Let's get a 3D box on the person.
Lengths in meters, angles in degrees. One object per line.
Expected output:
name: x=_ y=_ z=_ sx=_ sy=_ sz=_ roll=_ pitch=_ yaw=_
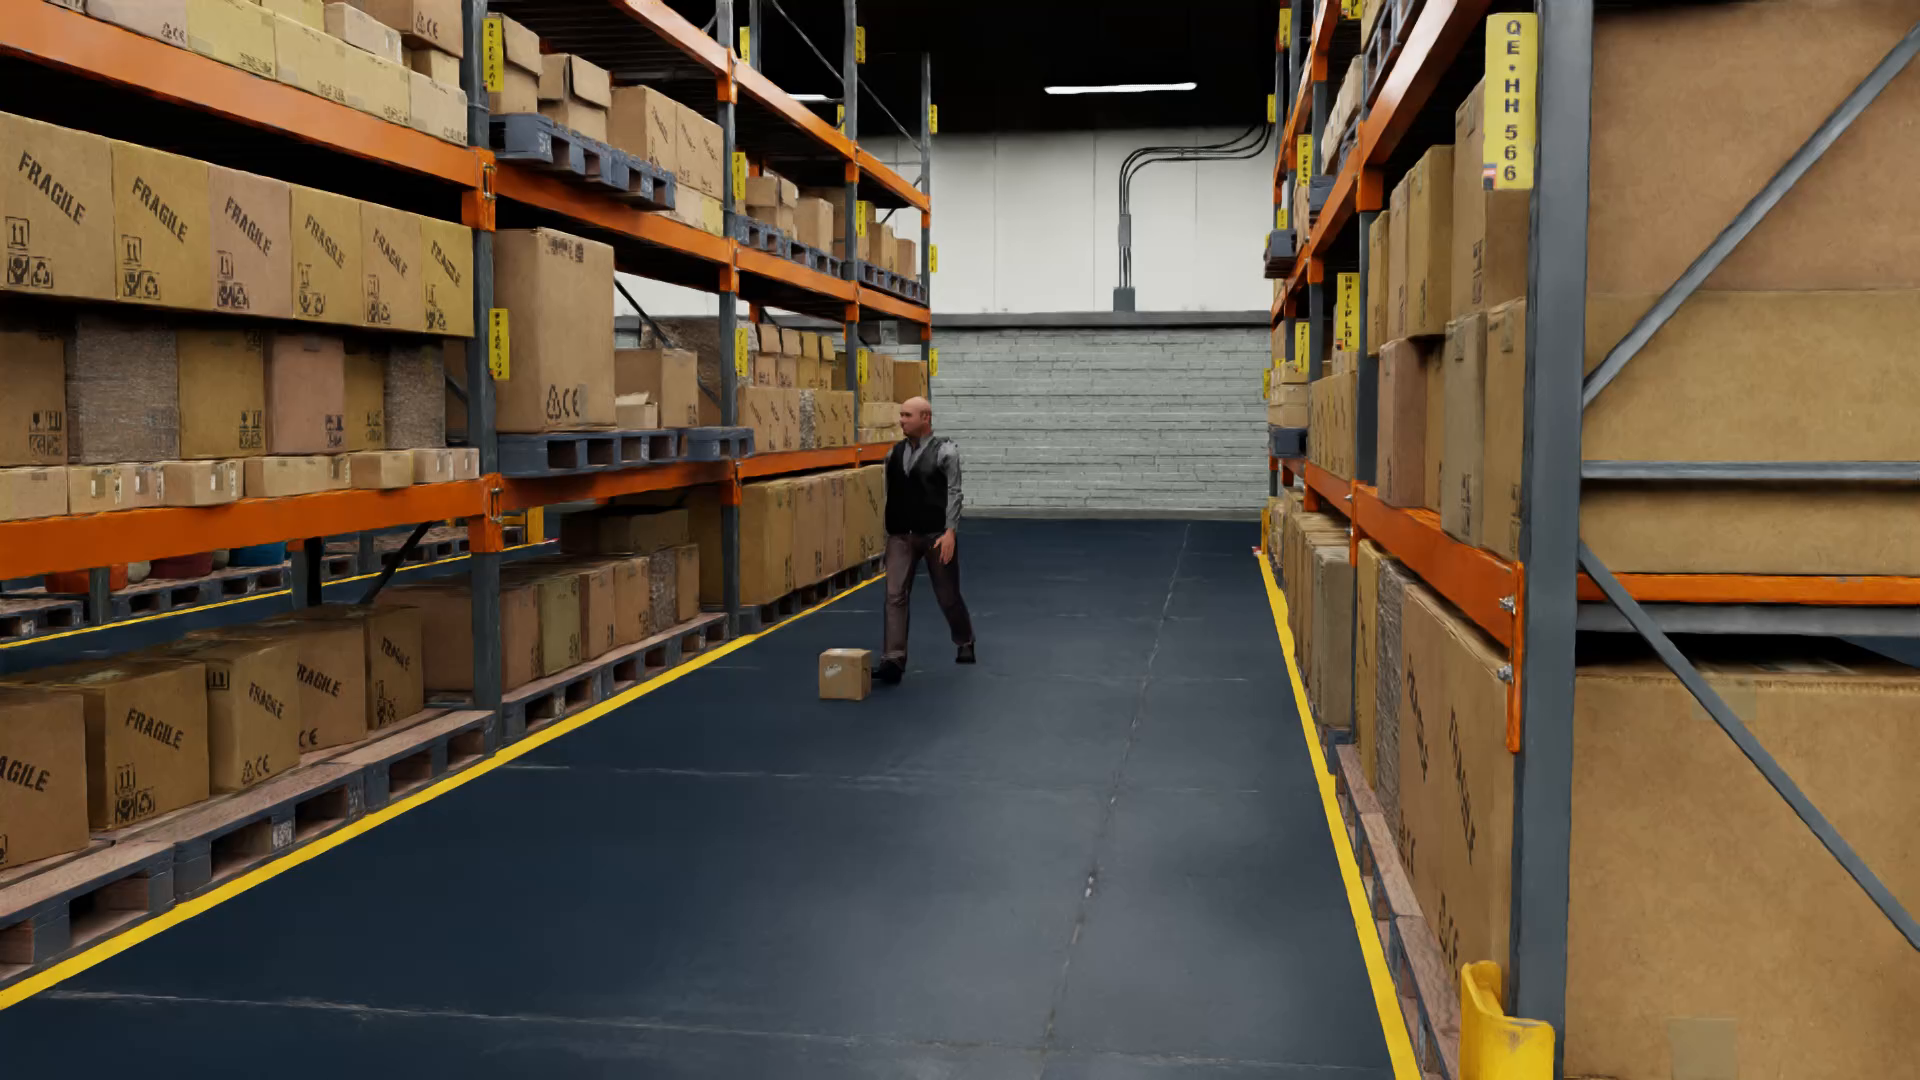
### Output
person: x=-0.234 y=-0.012 z=10.078 sx=0.537 sy=1.707 sz=0.940 roll=2 pitch=5 yaw=20
